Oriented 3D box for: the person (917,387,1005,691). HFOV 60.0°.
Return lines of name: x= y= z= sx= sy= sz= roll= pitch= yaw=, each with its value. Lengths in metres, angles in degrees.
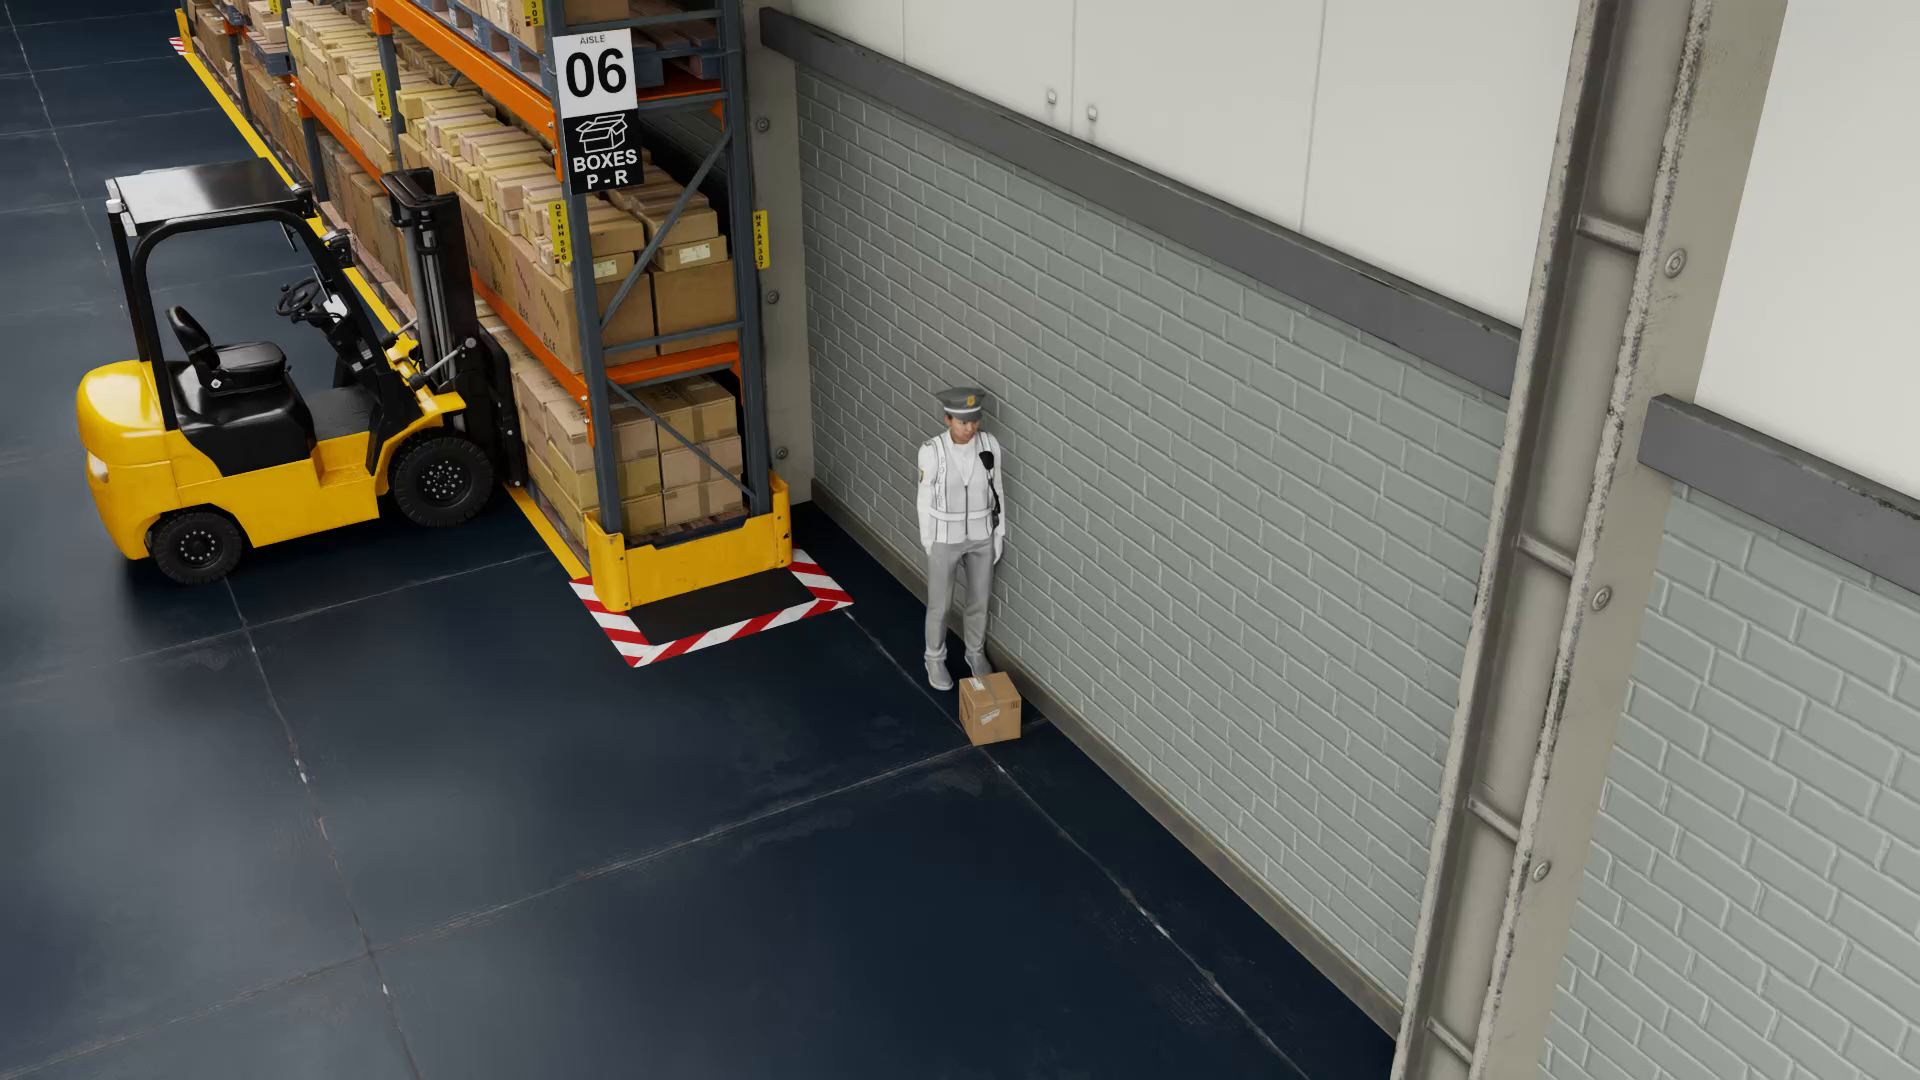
person: x=0.018 y=-0.008 z=8.559 sx=0.466 sy=1.676 sz=0.337 roll=-8 pitch=30 yaw=-14
